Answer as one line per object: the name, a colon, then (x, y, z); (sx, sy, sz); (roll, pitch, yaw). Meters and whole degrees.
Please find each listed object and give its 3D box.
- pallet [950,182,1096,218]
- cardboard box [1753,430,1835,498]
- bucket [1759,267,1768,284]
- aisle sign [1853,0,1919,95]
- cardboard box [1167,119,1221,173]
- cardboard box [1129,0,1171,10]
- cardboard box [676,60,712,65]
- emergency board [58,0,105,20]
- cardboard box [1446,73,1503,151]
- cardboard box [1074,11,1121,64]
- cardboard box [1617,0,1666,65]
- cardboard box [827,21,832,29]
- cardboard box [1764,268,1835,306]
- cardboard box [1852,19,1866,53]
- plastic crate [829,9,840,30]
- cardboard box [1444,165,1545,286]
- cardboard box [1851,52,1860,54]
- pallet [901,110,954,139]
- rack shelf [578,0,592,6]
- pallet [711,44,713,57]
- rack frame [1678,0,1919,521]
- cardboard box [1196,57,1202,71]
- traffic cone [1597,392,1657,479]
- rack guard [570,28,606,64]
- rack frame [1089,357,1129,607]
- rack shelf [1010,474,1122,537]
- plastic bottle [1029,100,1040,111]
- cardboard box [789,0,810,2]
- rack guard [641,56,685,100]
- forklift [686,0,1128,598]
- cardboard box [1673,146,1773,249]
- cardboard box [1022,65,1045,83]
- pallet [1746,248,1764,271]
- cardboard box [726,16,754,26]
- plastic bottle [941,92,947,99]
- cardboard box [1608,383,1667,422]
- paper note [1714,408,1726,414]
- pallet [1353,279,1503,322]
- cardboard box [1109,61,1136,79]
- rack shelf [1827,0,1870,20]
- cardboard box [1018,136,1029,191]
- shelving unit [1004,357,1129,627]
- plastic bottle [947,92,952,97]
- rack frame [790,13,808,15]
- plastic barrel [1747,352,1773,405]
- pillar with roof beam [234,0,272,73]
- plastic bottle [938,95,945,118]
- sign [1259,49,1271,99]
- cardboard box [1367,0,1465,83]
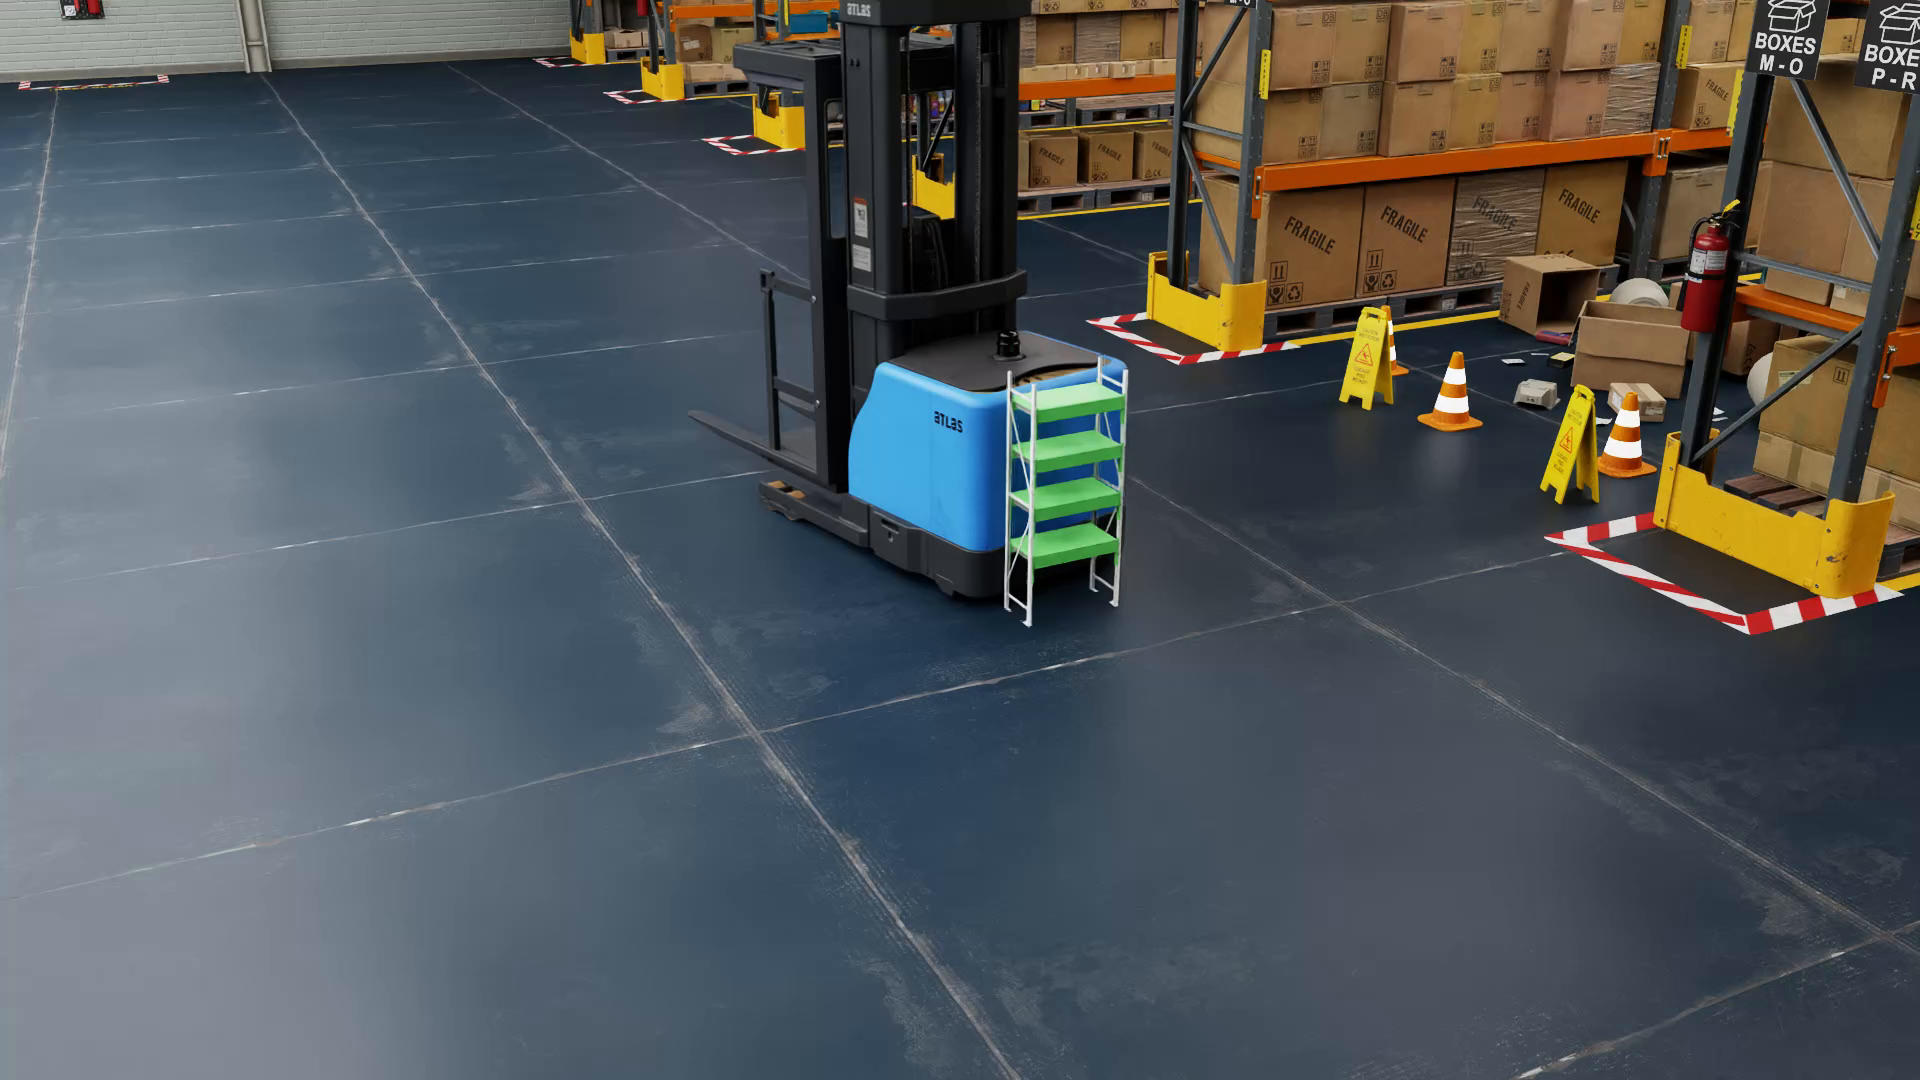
pallet: (0.639, -3.566, 17.237); (1.213, 0.211, 1.003); (-10, 25, -24)
cardboard box: (4.755, -0.458, 9.129); (0.500, 0.250, 0.500); (-11, 25, -24)
bucket: (6.365, -2.029, 12.171); (0.620, 0.611, 0.726); (7, 21, -9)
aisle sign: (4.200, -2.388, 7.346); (0.004, 0.787, 0.394); (-10, 25, -24)
cardboard box: (2.537, -4.271, 18.015); (0.500, 0.500, 0.500); (-3, 23, -7)
cardboard box: (1.789, -5.611, 16.704); (0.500, 0.500, 0.500); (-10, 25, -24)
cardboard box: (-4.114, -7.248, 25.532); (0.500, 0.250, 0.500); (-10, 25, -24)
emergency board: (-14.015, -8.862, 26.386); (0.643, 1.169, 0.194); (-10, 25, -24)
cardboard box: (3.703, -3.390, 12.970); (0.500, 0.550, 0.875); (-10, 25, -24)
cardboard box: (1.199, -5.177, 16.963); (0.500, 0.500, 0.875); (-10, 25, -24)
cardboard box: (5.141, -4.175, 13.455); (0.550, 0.550, 0.875); (-10, 25, -24)
cardboard box: (-2.093, -7.752, 25.769); (0.500, 0.500, 0.500); (-10, 25, -24)
cardboard box: (4.366, -1.324, 8.502); (0.250, 0.149, 0.380); (-10, 24, -22)
cardboard box: (7.767, -4.587, 14.619); (0.500, 0.500, 0.700); (-11, 25, -24)
plastic crate: (-1.416, -6.649, 21.234); (0.408, 0.251, 0.499); (-10, 25, -24)
cardboard box: (4.080, -2.638, 13.578); (0.875, 0.875, 0.875); (-10, 25, -23)
cardboard box: (4.946, -2.191, 8.442); (0.500, 0.500, 0.700); (-10, 25, -23)
pallet: (-0.444, -5.500, 21.910); (1.213, 0.211, 1.003); (-10, 25, -24)
rack shelf: (-4.819, -9.840, 29.687); (4.000, 0.370, 1.077); (-10, 25, -24)
pallet: (-4.708, -8.888, 30.094); (1.213, 0.211, 1.003); (-10, 25, -24)
rack frame: (4.122, -1.304, 8.126); (0.127, 3.000, 1.000); (-10, 25, -24)
cardboard box: (2.421, -4.995, 17.371); (0.250, 0.149, 0.380); (-10, 25, -24)
traffic cone: (3.950, -0.648, 9.858); (0.334, 0.463, 0.336); (-10, 25, -24)
rack guard: (-6.553, -8.698, 29.257); (0.348, 0.500, 1.175); (-10, 25, -24)
rack frame: (0.711, -0.268, 7.973); (0.015, 1.200, 0.240); (-12, 26, -26)
rack shelf: (0.495, -0.165, 7.892); (0.480, 0.148, 0.258); (-12, 26, -26)
plastic bottle: (0.989, -5.844, 22.071); (0.133, 0.283, 0.061); (-9, 24, -21)
cardboard box: (-2.649, -8.511, 25.406); (0.500, 0.500, 0.700); (-10, 24, -22)
rack guard: (-4.491, -6.975, 25.094); (0.348, 0.500, 1.175); (-10, 25, -24)
forklift: (-0.469, -1.566, 8.849); (1.130, 2.935, 3.031); (-17, 28, -36)
cardboard box: (6.879, -3.104, 14.867); (0.750, 0.750, 1.050); (-10, 25, -24)
cardboard box: (0.649, -4.639, 16.512); (0.250, 0.149, 0.380); (-10, 25, -24)
pallet: (7.251, -2.726, 15.207); (1.213, 0.211, 1.003); (-10, 25, -24)
cardboard box: (-3.935, -9.366, 30.296); (0.500, 0.500, 0.500); (-12, 26, -28)
plastic bottle: (-0.181, -5.976, 22.302); (0.185, 0.351, 0.144); (-11, 25, -24)
cardboard box: (4.426, -0.900, 10.878); (0.250, 0.149, 0.380); (2, 23, 4)
paper note: (4.940, -0.859, 10.948); (0.142, 0.019, 0.148); (-2, 23, -5)
pallet: (3.668, -2.065, 13.611); (1.213, 0.211, 1.003); (-10, 25, -24)
cardboard box: (1.577, -4.784, 16.861); (0.250, 0.149, 0.380); (-10, 25, -24)
rack shelf: (5.924, -2.689, 8.491); (4.000, 0.370, 1.077); (-10, 25, -24)
cardboard box: (0.394, -3.856, 17.011); (0.500, 0.500, 0.500); (-6, 23, -14)
shelving unit: (0.495, -0.224, 7.867); (0.503, 1.200, 0.258); (-12, 26, -26)
plastic bottle: (-0.094, -5.895, 22.203); (0.135, 0.276, 0.152); (-10, 25, -24)
rack frame: (-3.017, -10.504, 30.351); (0.127, 3.000, 1.000); (-10, 25, -24)
plastic barrel: (5.326, -0.978, 10.707); (0.421, 0.421, 0.512); (6, 23, 13)
pillar with roof beam: (-9.905, -10.547, 22.613); (0.400, 9.000, 9.100); (-10, 25, -24)
plastic bottle: (-0.247, -5.619, 21.542); (0.097, 0.271, 0.097); (0, 22, 0)
sign: (2.119, -3.237, 11.562); (0.005, 0.325, 0.100); (-10, 25, -24)
cardboard box: (3.254, -3.779, 12.496); (0.550, 0.550, 0.875); (-10, 25, -24)
